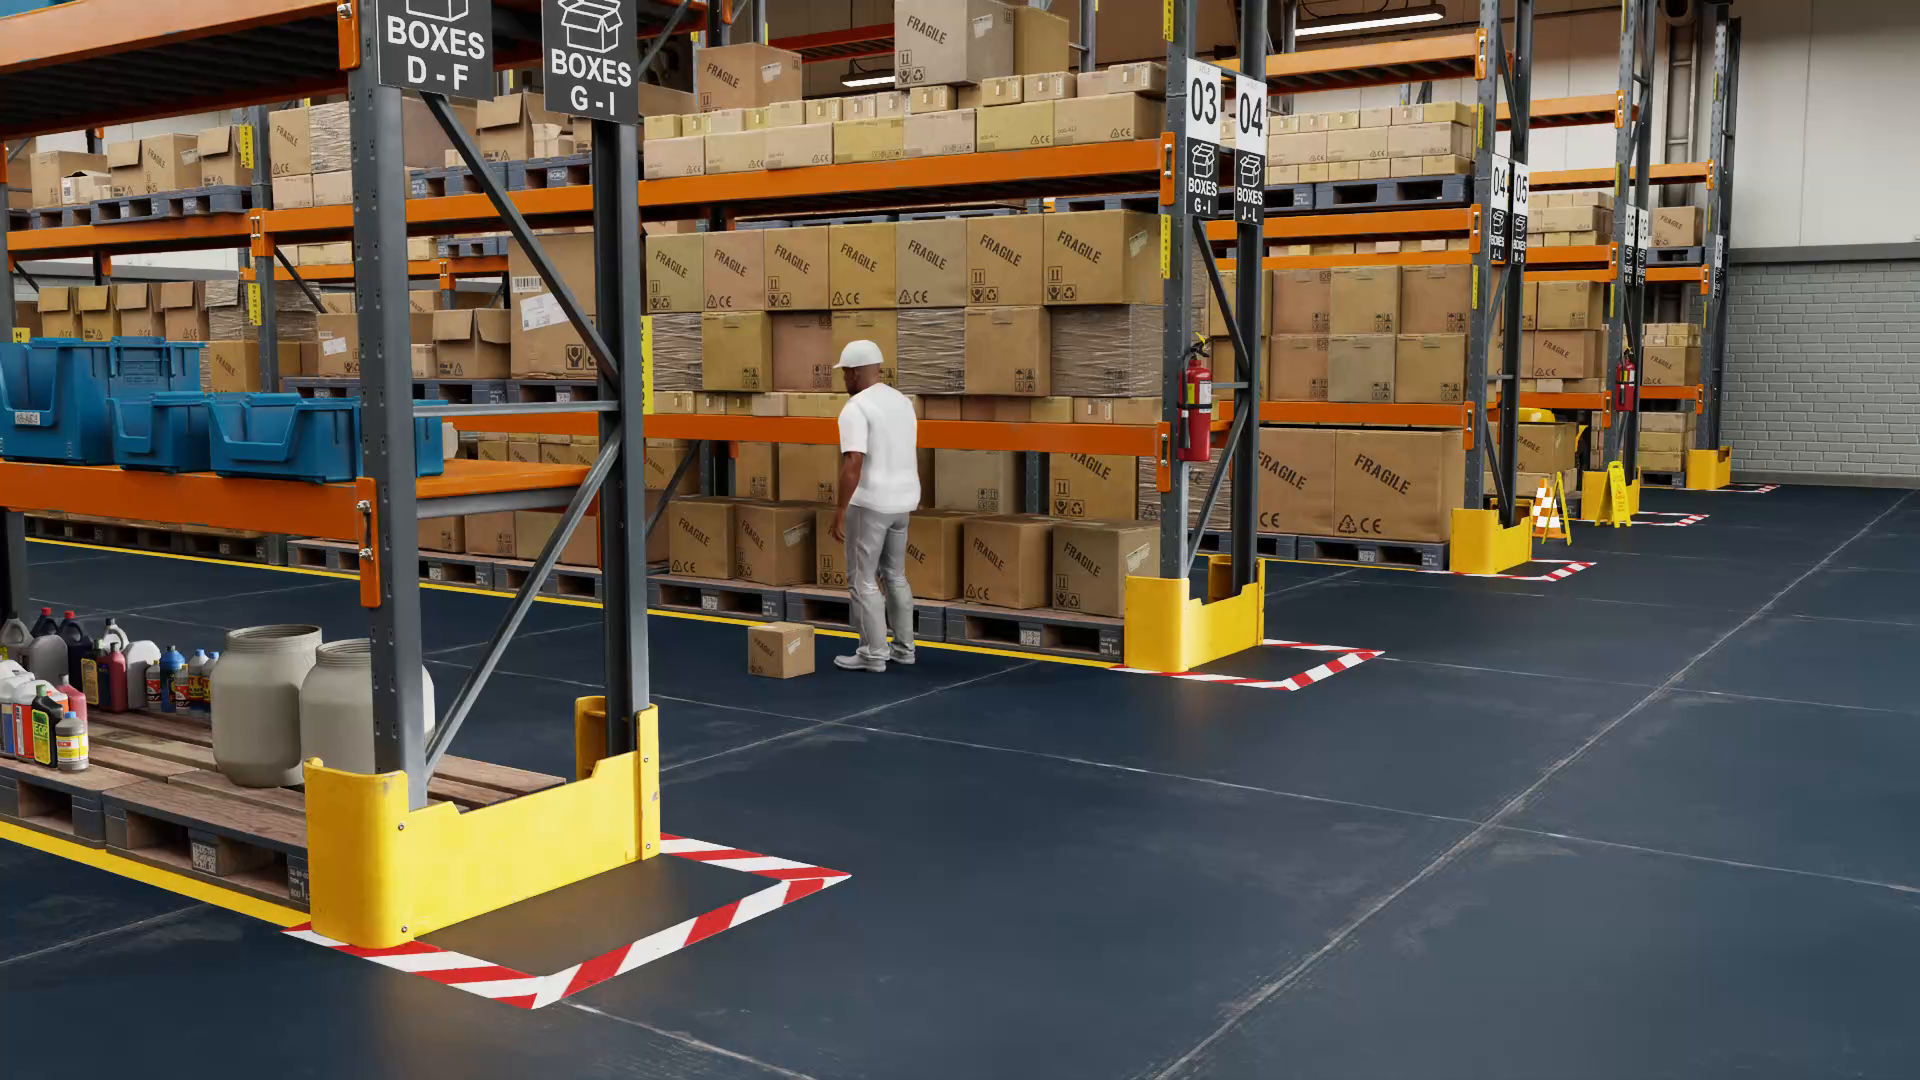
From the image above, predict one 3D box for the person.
[{"bbox_3d":[-0.462,-0.187,8.906,0.455,1.760,0.635,4,8,34],"label":"person"}]
